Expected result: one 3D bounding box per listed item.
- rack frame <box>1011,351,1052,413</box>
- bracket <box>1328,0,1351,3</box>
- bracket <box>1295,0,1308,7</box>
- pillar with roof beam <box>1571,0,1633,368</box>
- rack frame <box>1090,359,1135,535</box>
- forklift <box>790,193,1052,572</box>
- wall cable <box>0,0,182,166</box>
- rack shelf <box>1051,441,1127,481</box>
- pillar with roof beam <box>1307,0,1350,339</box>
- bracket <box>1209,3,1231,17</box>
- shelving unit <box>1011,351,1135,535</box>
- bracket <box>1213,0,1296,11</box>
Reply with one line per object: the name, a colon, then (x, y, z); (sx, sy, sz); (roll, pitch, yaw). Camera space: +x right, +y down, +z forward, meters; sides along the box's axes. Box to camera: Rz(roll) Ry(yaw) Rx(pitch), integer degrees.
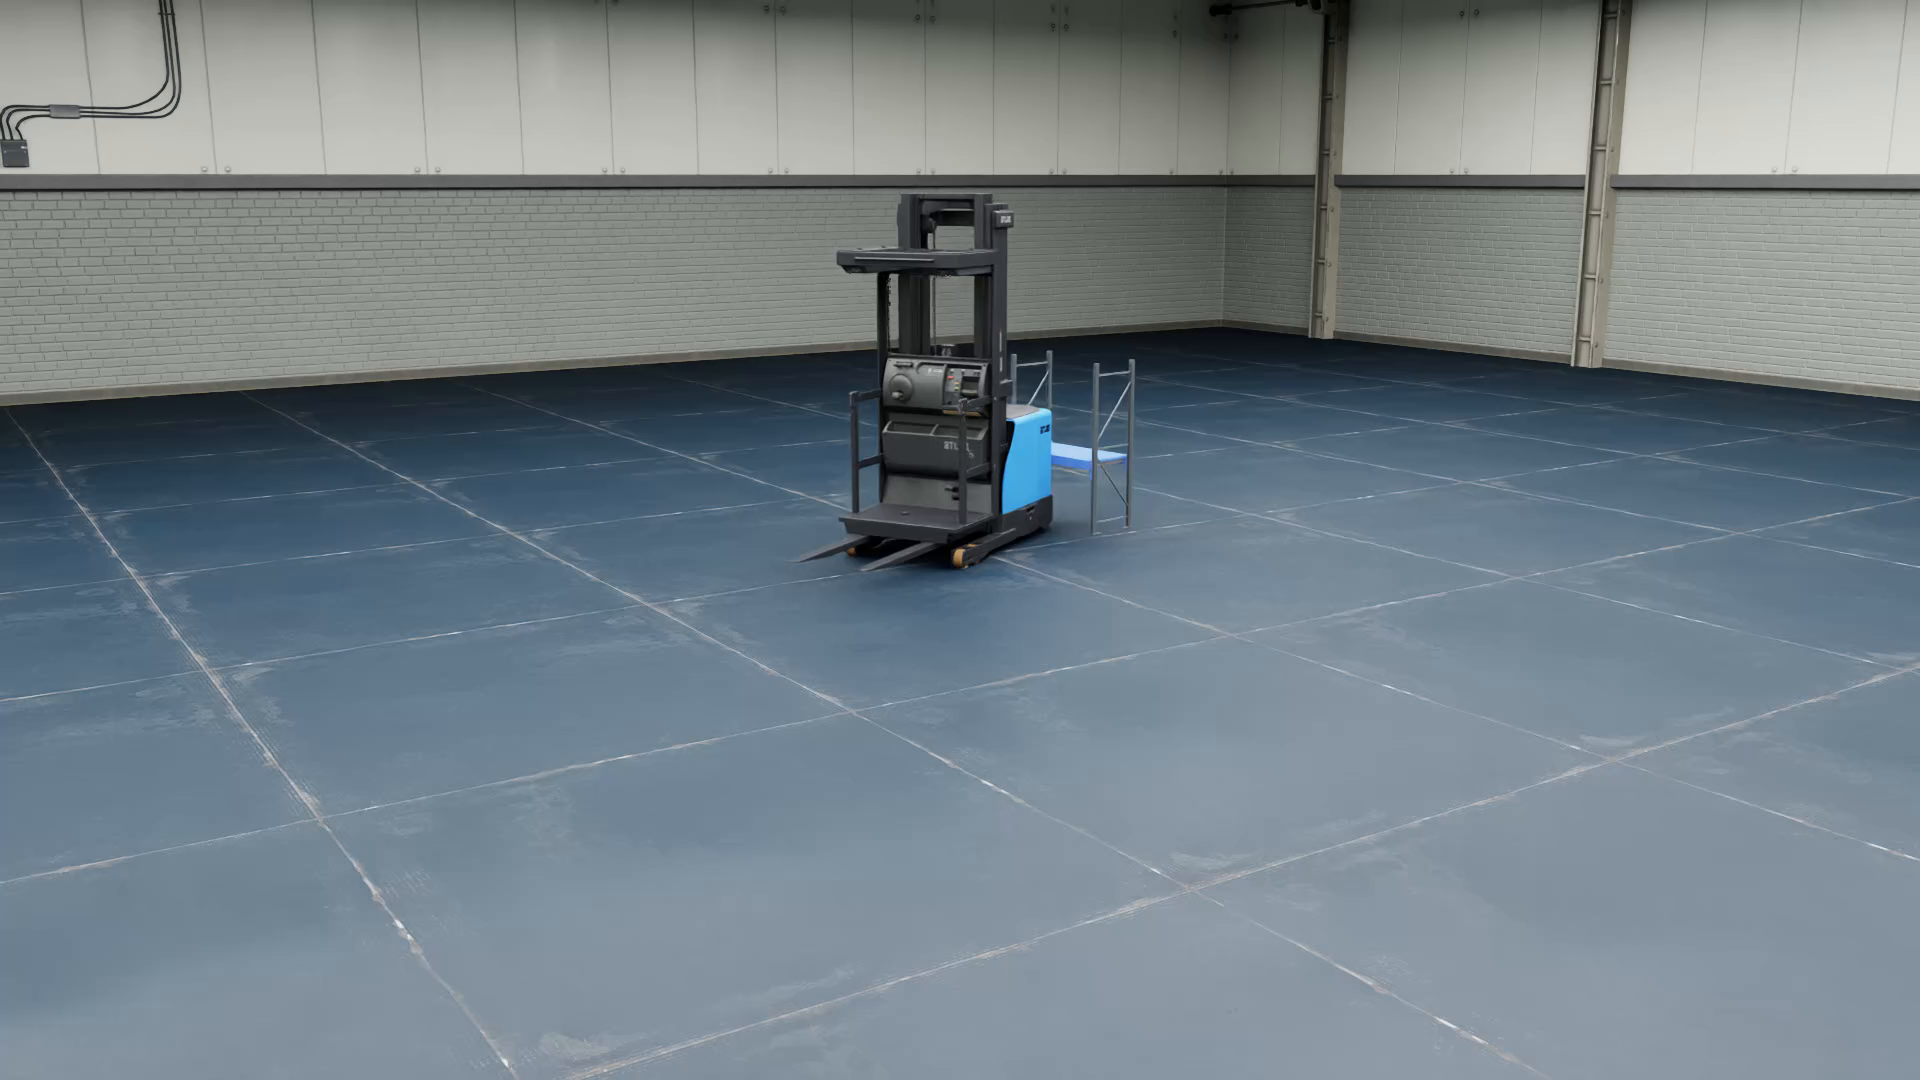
rack frame: (0.654, -0.974, 15.306); (0.500, 1.500, 0.032); (-11, 16, -41)
bracket: (6.957, -9.970, 30.463); (0.235, 0.232, 0.430); (-8, 15, -33)
bracket: (6.497, -10.118, 31.138); (0.235, 0.232, 0.430); (-8, 15, -33)
pillar with roof beam: (6.763, -6.751, 24.167); (9.100, 9.000, 0.400); (-8, 15, -33)
rack frame: (1.338, -0.813, 14.570); (0.500, 1.500, 0.032); (-11, 16, -41)
forklift: (-0.299, -1.307, 13.477); (1.130, 2.935, 3.031); (6, 14, 26)
wall cable: (-11.820, -8.062, 22.201); (2.305, 6.003, 0.169); (-8, 15, -33)
rack shelf: (0.996, -0.718, 14.976); (0.538, 0.185, 1.000); (-11, 16, -41)
pillar with roof beam: (3.439, -7.818, 29.047); (9.100, 9.000, 0.548); (-8, 15, -33)
bracket: (5.184, -10.539, 33.065); (0.235, 0.232, 0.430); (-8, 15, -33)
shelving unit: (0.996, -0.894, 14.938); (0.538, 1.500, 1.048); (-11, 16, -41)
bracket: (5.512, -10.434, 32.585); (0.076, 0.066, 3.189); (-8, 15, -33)
